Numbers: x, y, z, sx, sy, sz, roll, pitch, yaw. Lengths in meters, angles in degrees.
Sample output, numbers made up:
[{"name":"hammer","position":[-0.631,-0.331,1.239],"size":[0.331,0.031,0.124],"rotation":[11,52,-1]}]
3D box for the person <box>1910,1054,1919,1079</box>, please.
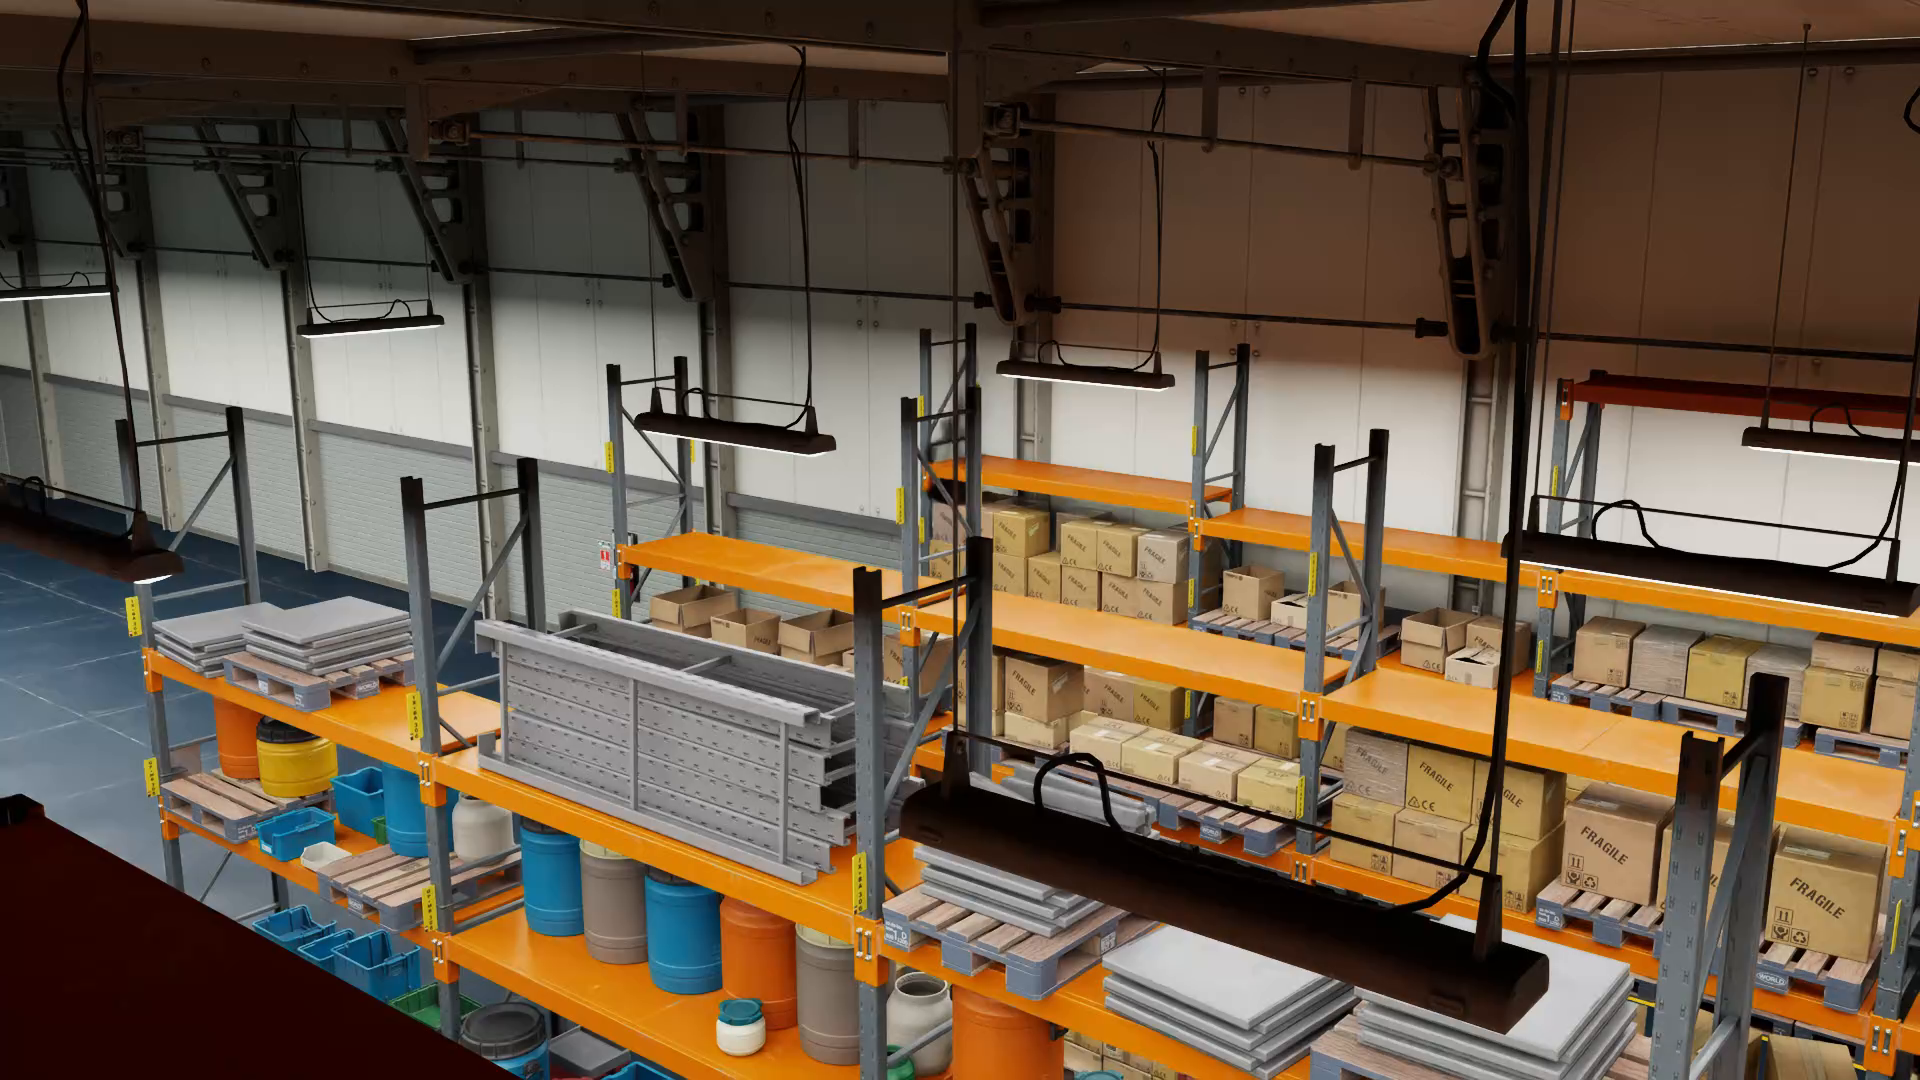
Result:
[{"name":"person","position":[7.130,4.513,12.526],"size":[0.694,1.632,0.579],"rotation":[9,15,34]}]
